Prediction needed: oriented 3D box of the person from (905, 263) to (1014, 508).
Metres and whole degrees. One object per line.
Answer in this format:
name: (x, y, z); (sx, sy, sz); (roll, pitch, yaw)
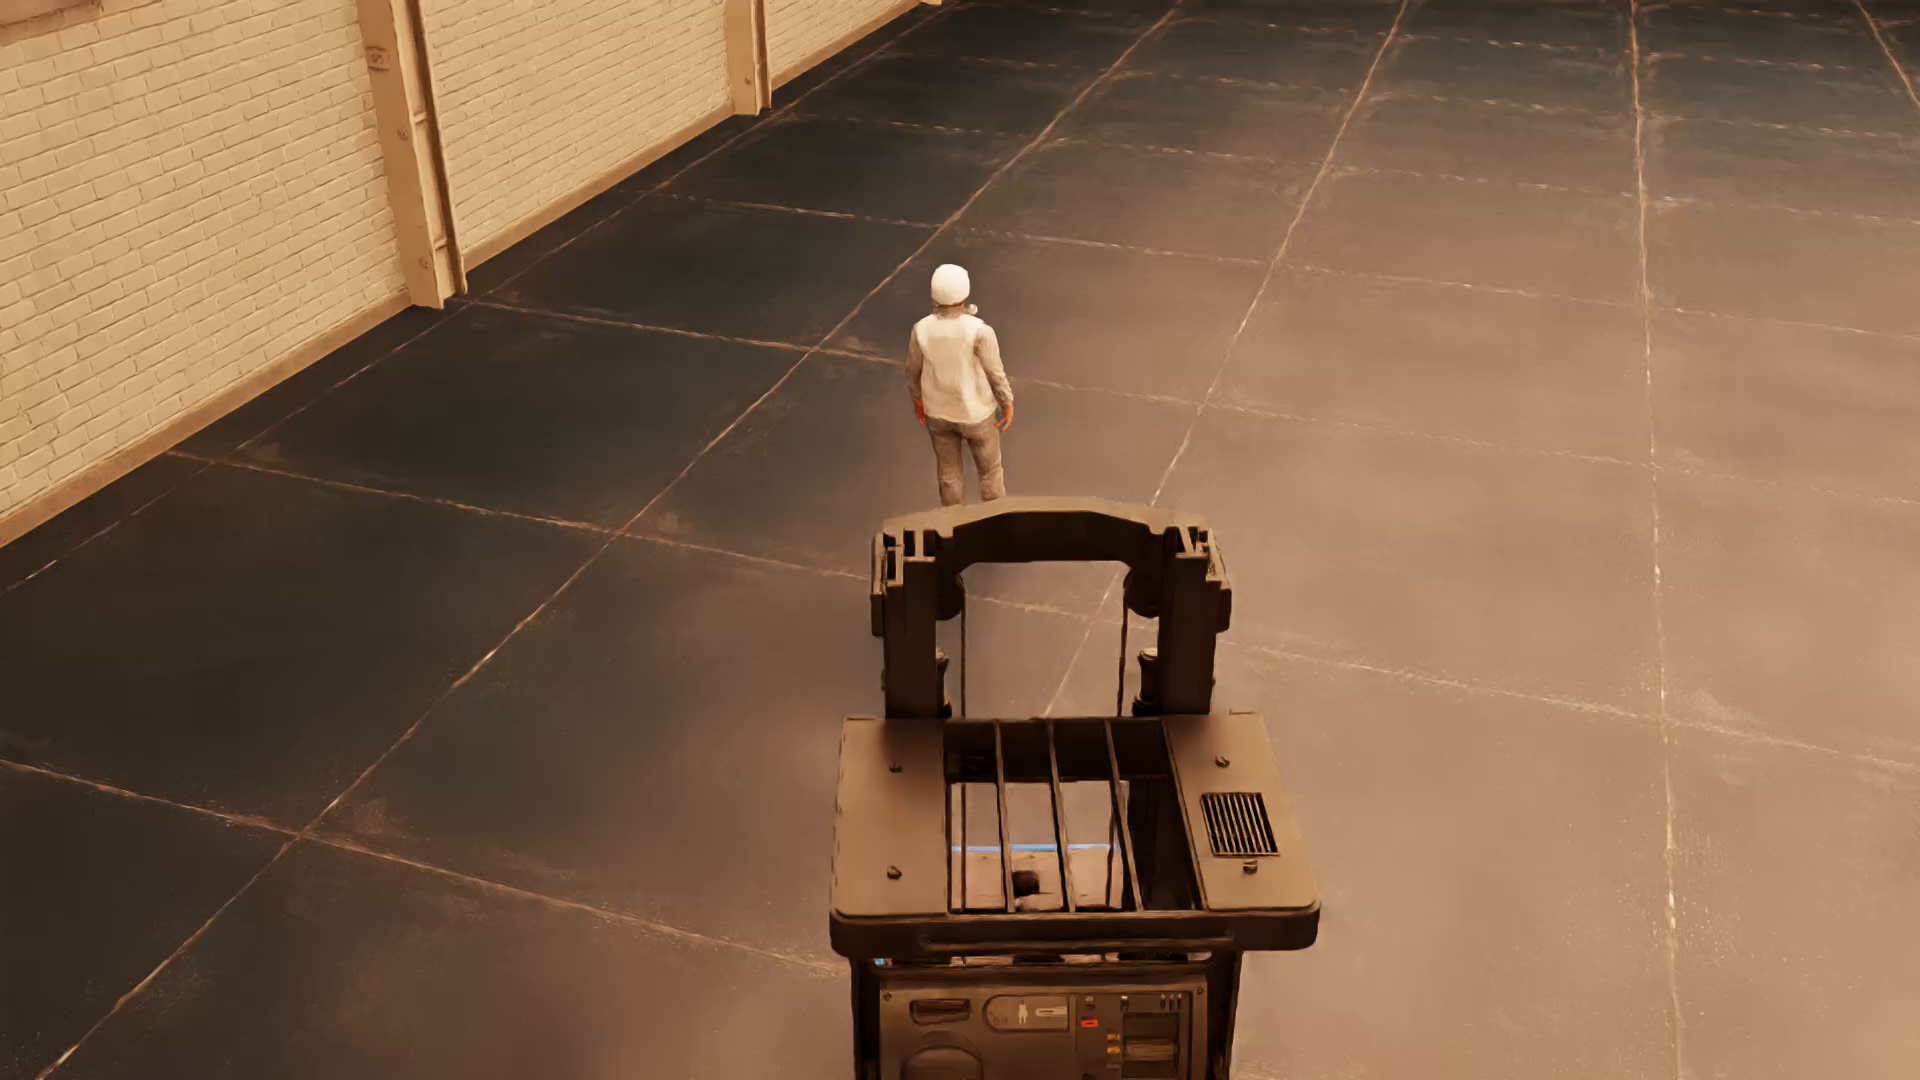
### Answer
person: (0.028, -0.805, 9.702); (0.632, 1.773, 0.567); (10, 31, 16)

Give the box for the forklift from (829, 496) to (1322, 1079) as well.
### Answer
forklift: (0.245, 1.486, 4.531); (1.130, 2.935, 3.031); (-1, 30, -1)
